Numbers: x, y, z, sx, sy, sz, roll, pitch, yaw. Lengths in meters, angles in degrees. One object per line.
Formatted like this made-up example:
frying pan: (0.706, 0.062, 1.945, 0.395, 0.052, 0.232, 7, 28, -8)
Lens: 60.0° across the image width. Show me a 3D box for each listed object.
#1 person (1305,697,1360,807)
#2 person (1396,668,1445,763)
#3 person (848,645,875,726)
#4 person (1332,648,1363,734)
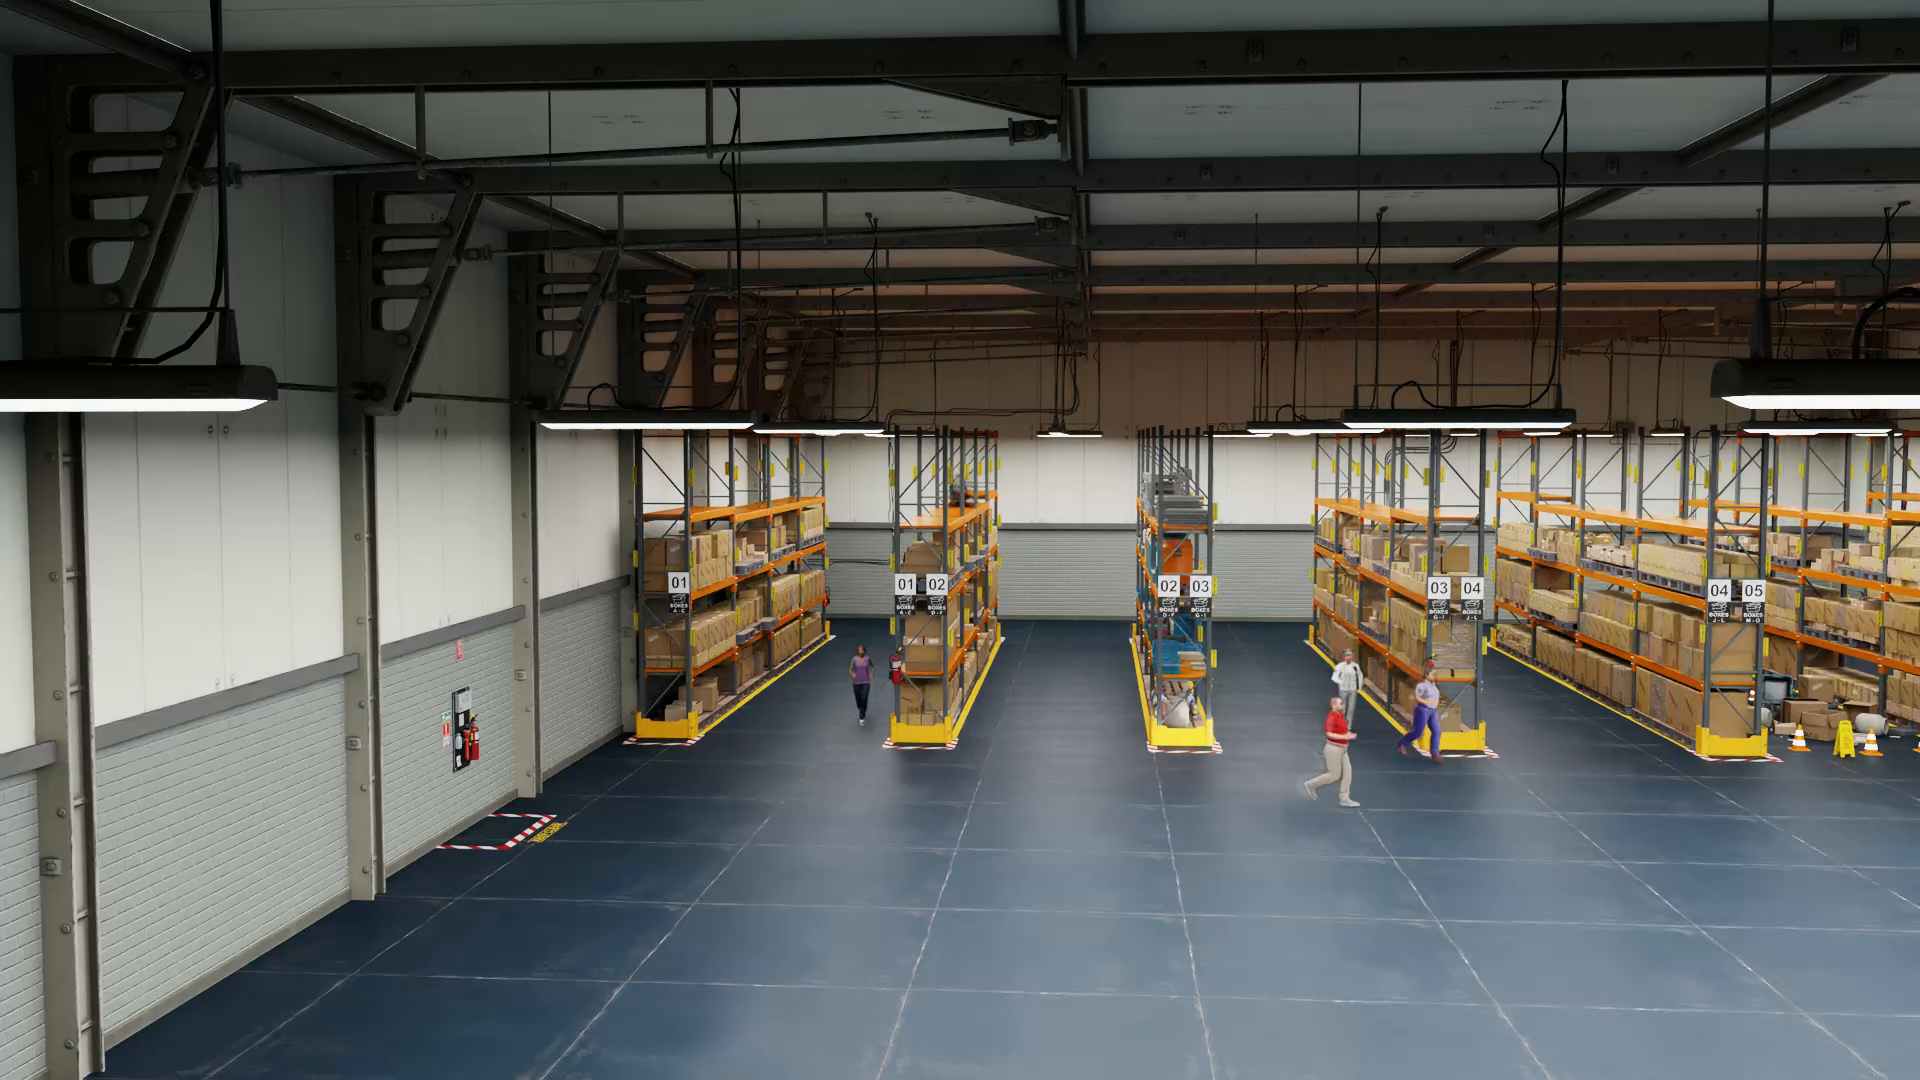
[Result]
person: (5.837, 3.296, 25.973, 0.854, 1.698, 0.671, 2, 4, 29)
person: (8.361, 3.120, 29.813, 0.606, 1.628, 0.931, -3, 4, -40)
person: (-1.988, 2.916, 33.648, 0.538, 1.585, 0.842, 0, 3, -1)
person: (7.584, 2.934, 32.514, 0.622, 1.660, 0.737, 0, 3, 3)
